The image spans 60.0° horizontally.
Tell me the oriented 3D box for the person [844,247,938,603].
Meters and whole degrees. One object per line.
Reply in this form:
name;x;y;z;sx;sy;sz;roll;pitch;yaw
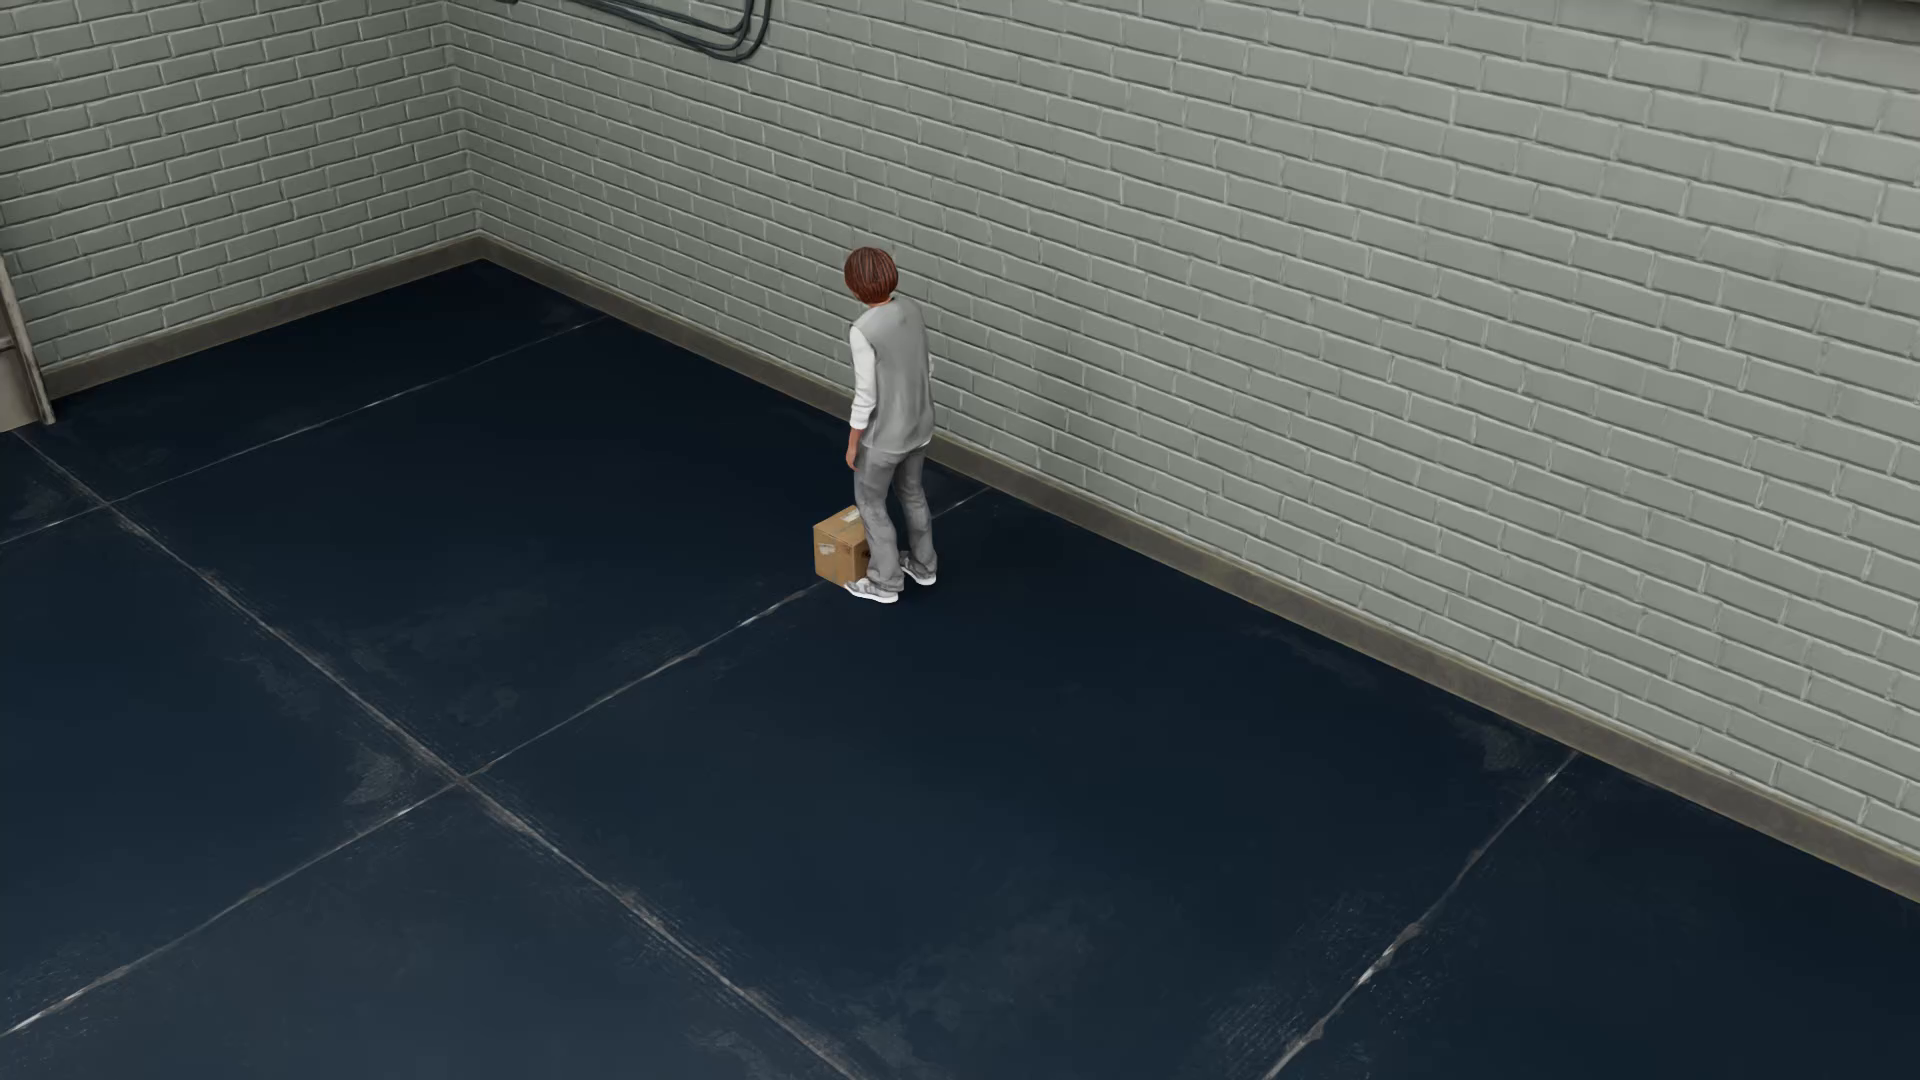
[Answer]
person;-0.298;-0.453;6.876;0.374;1.593;0.485;23;38;32
